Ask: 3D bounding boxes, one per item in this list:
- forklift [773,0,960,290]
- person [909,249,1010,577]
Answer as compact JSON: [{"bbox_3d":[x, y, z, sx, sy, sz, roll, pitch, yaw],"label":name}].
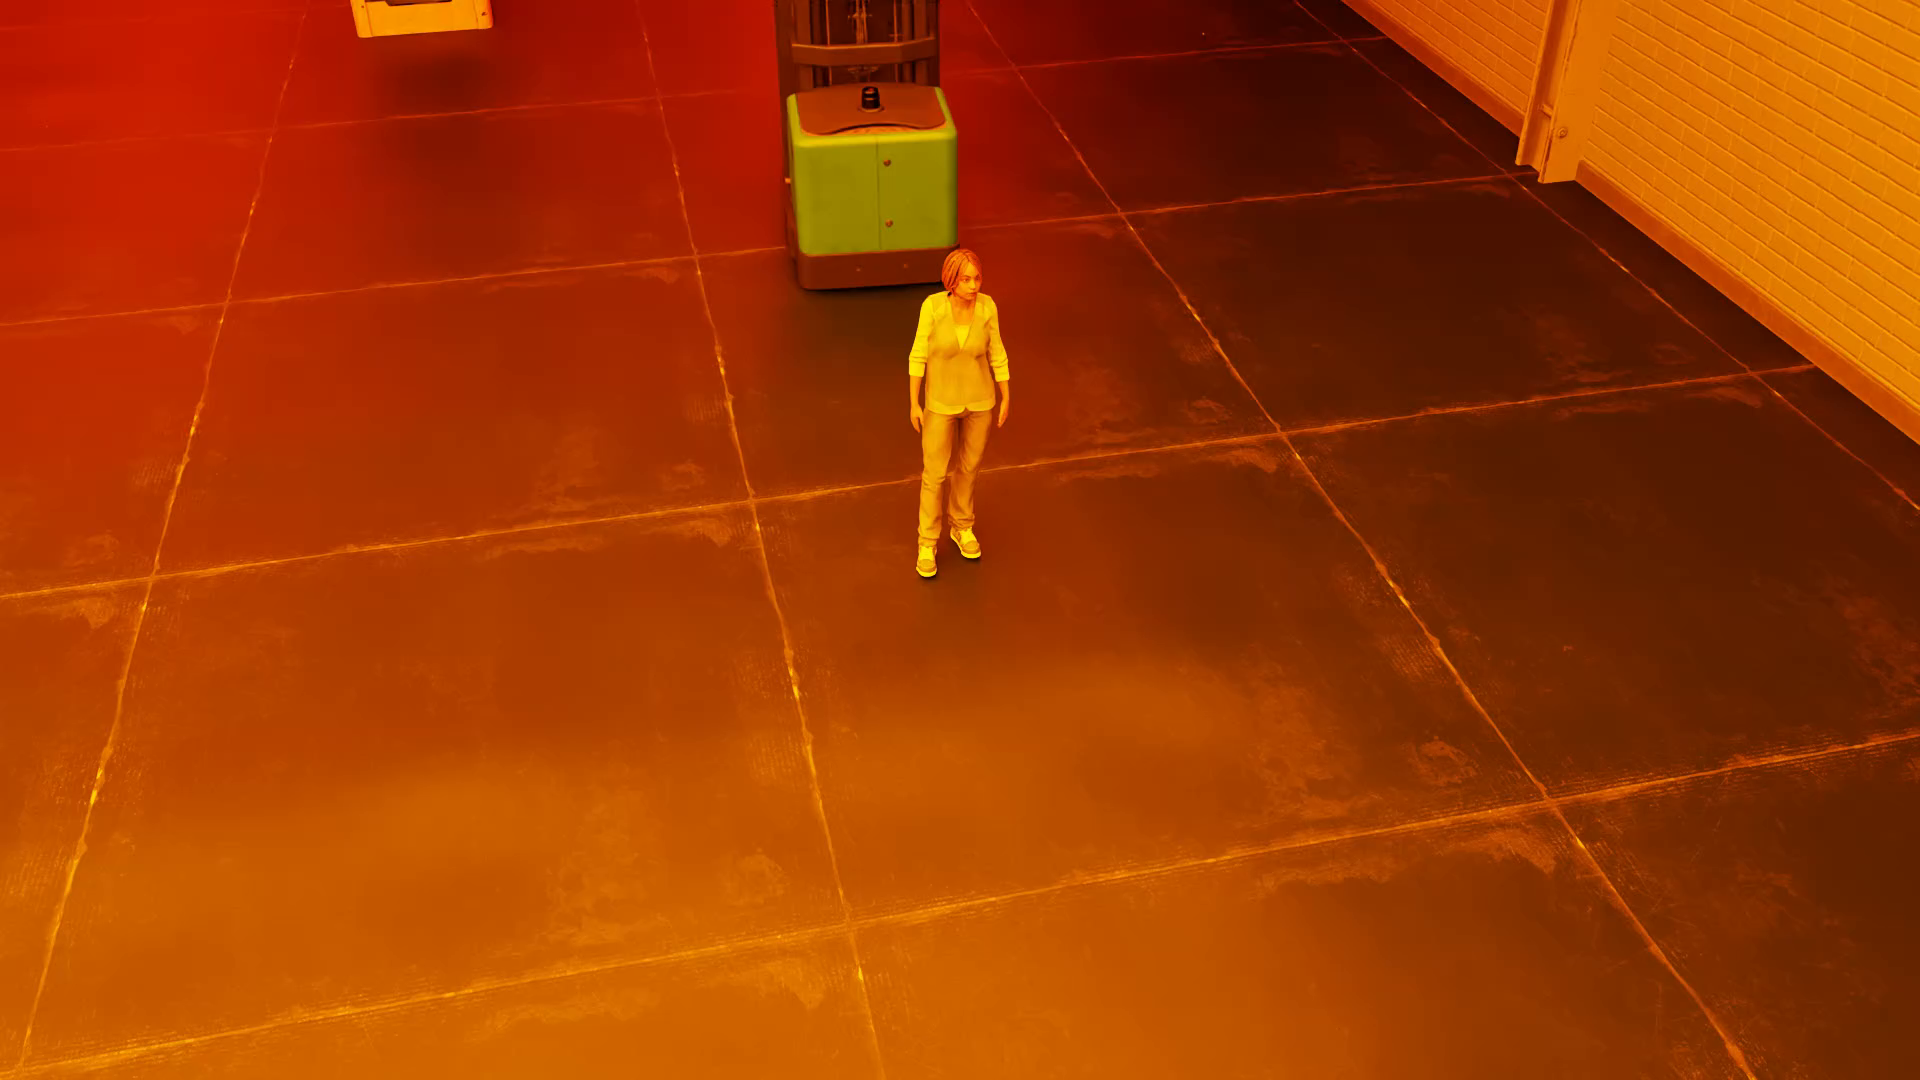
[{"bbox_3d":[-0.713,-3.646,11.116,1.130,2.935,3.031,-5,36,-6],"label":"forklift"},{"bbox_3d":[0.003,-0.610,8.027,0.520,1.599,0.473,-8,36,-11],"label":"person"}]
